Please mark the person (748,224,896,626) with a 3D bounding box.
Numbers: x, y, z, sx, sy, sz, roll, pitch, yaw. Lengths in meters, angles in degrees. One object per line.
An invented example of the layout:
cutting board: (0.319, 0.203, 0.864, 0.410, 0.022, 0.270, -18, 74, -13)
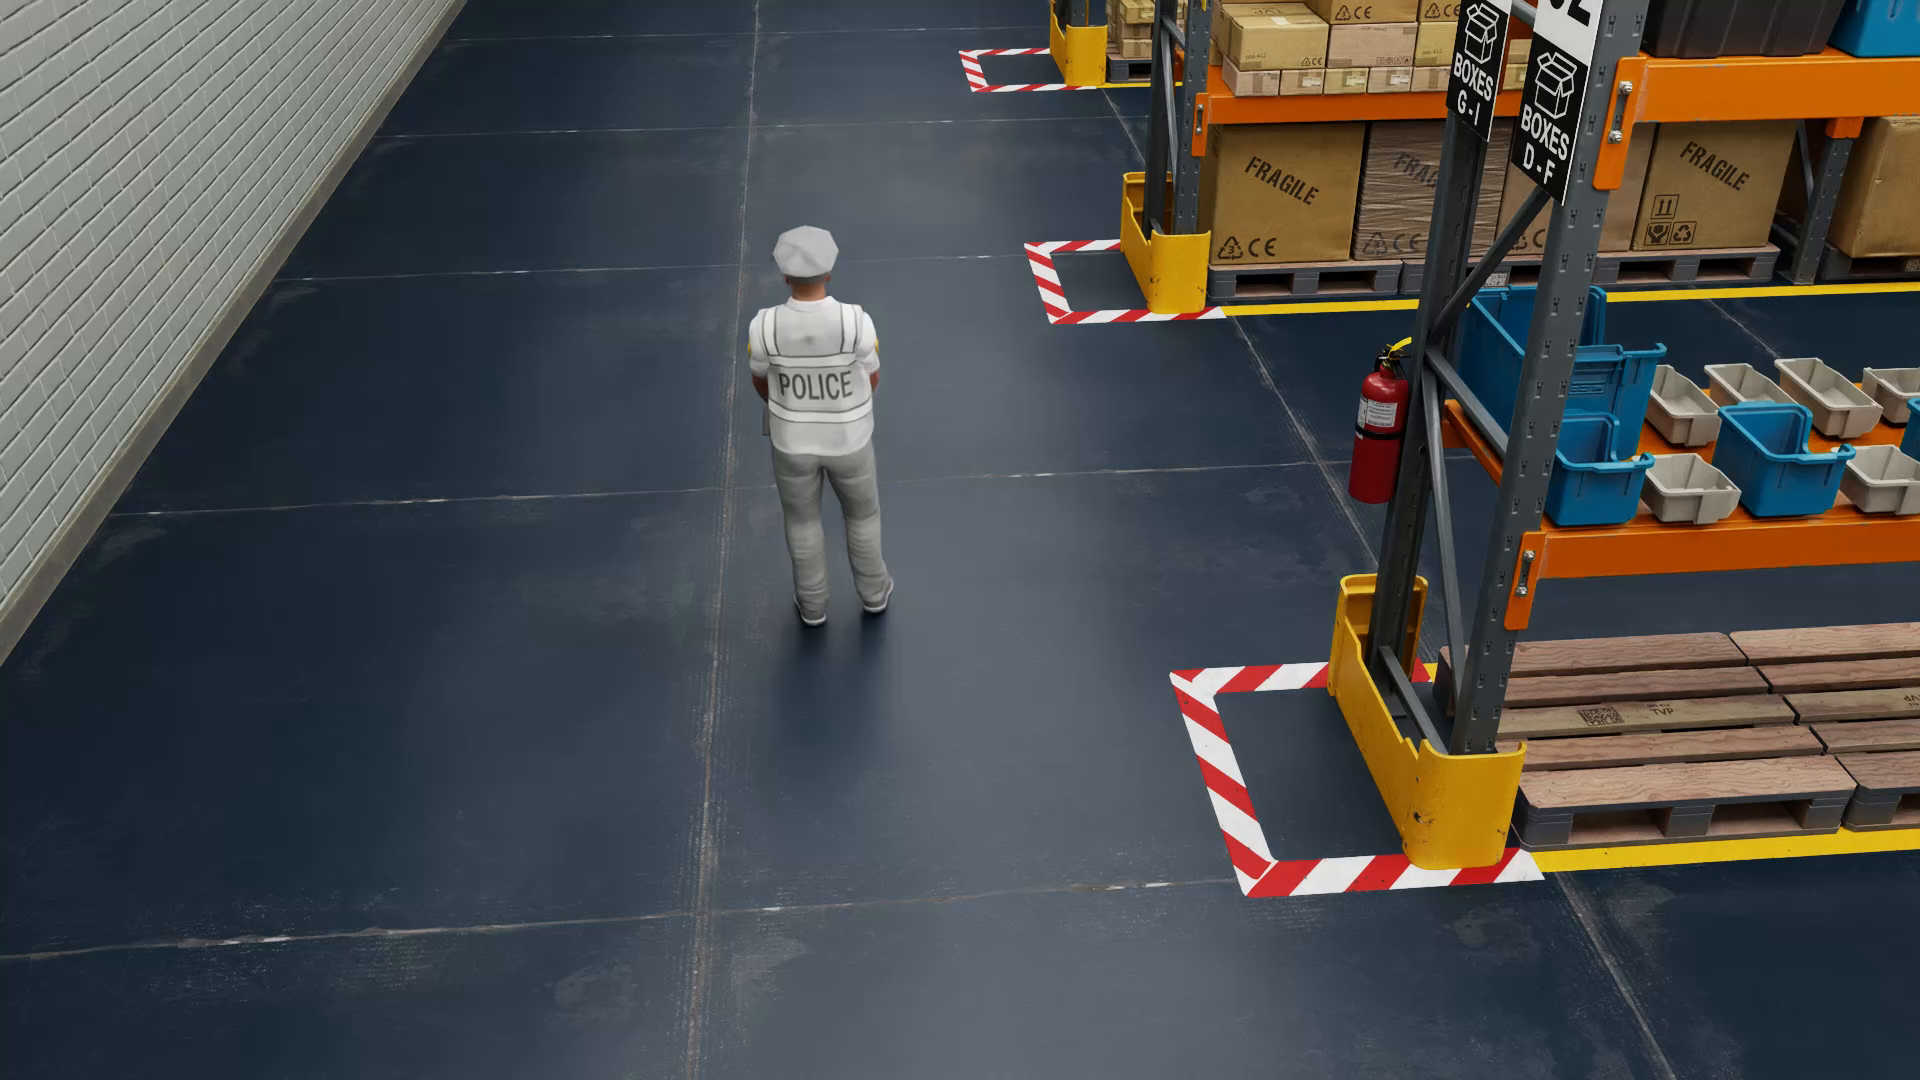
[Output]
person: (-0.562, -0.470, 6.875, 0.551, 1.781, 0.513, -1, 31, -1)
